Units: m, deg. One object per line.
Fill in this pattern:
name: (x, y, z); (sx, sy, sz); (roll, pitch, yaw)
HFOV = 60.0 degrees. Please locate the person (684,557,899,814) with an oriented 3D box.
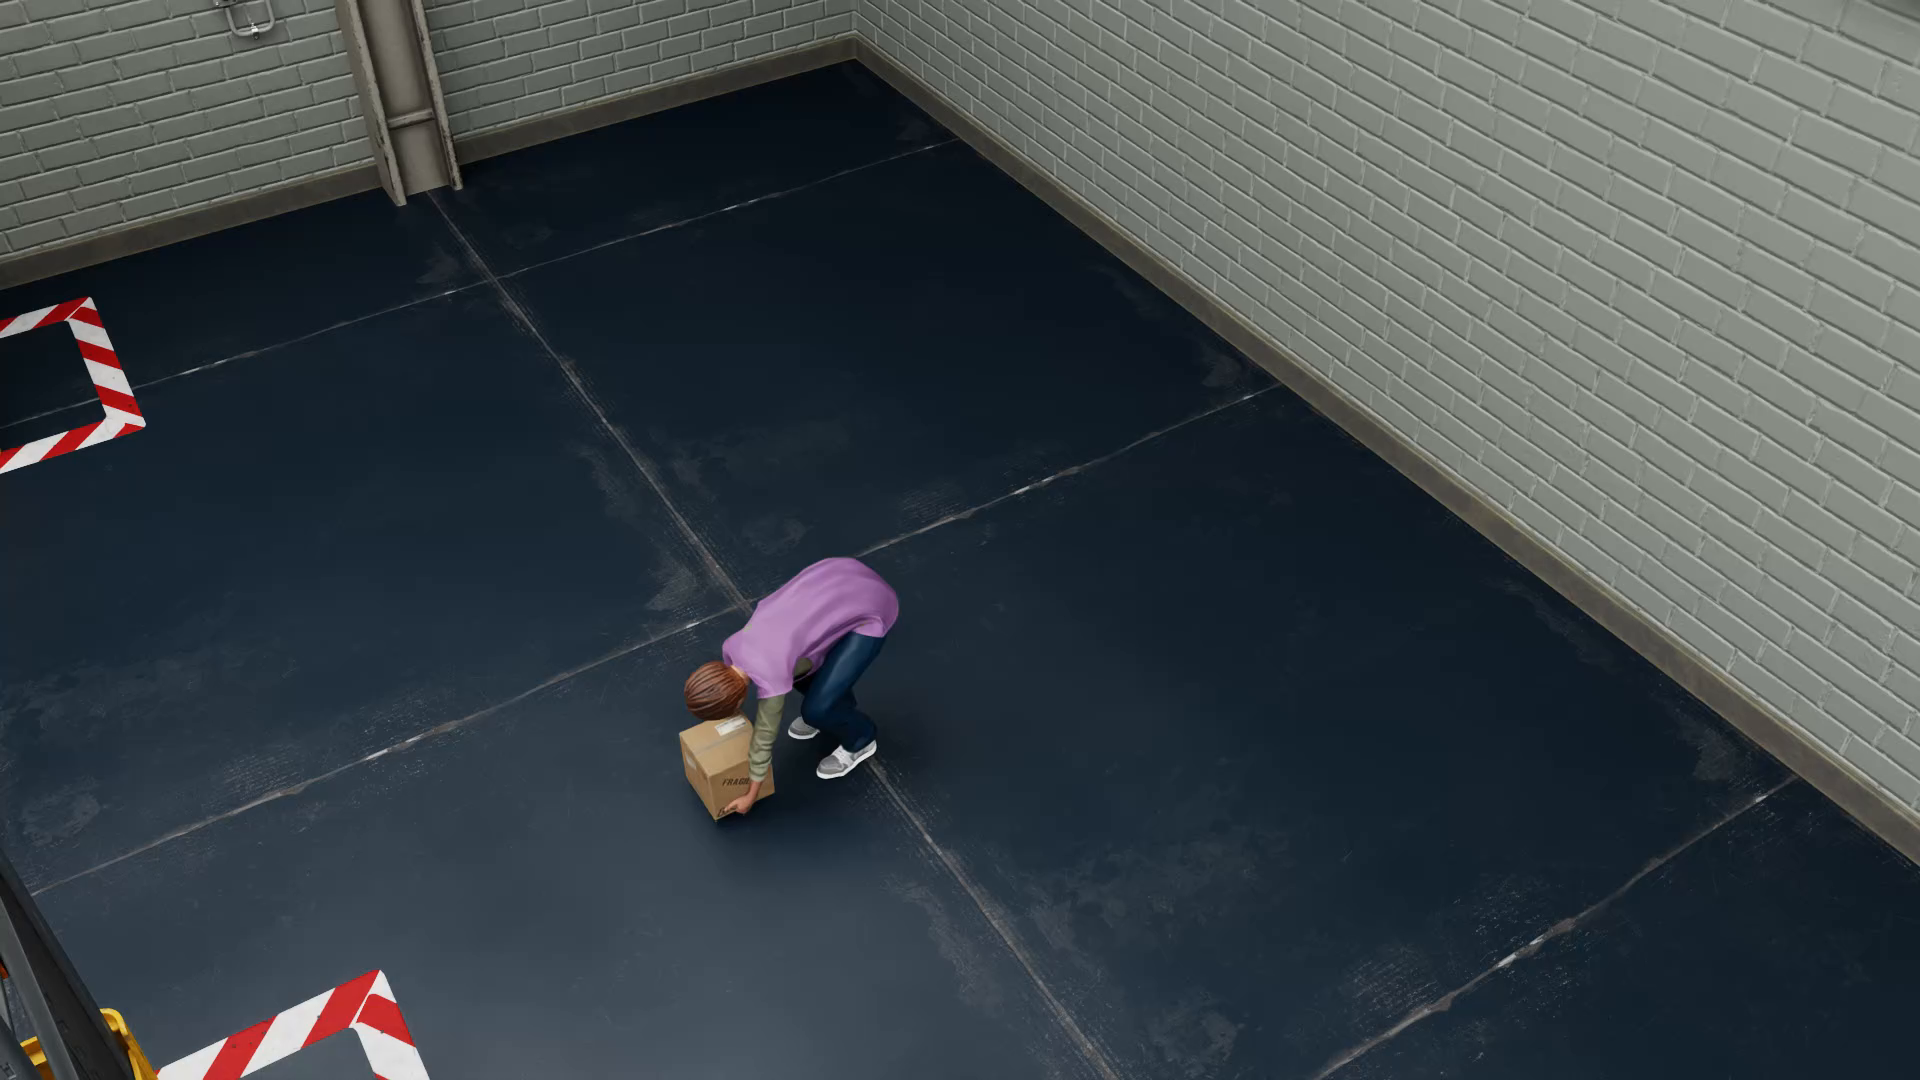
person: (-0.610, 0.527, 6.124); (0.854, 0.860, 0.427); (-25, 47, -26)
